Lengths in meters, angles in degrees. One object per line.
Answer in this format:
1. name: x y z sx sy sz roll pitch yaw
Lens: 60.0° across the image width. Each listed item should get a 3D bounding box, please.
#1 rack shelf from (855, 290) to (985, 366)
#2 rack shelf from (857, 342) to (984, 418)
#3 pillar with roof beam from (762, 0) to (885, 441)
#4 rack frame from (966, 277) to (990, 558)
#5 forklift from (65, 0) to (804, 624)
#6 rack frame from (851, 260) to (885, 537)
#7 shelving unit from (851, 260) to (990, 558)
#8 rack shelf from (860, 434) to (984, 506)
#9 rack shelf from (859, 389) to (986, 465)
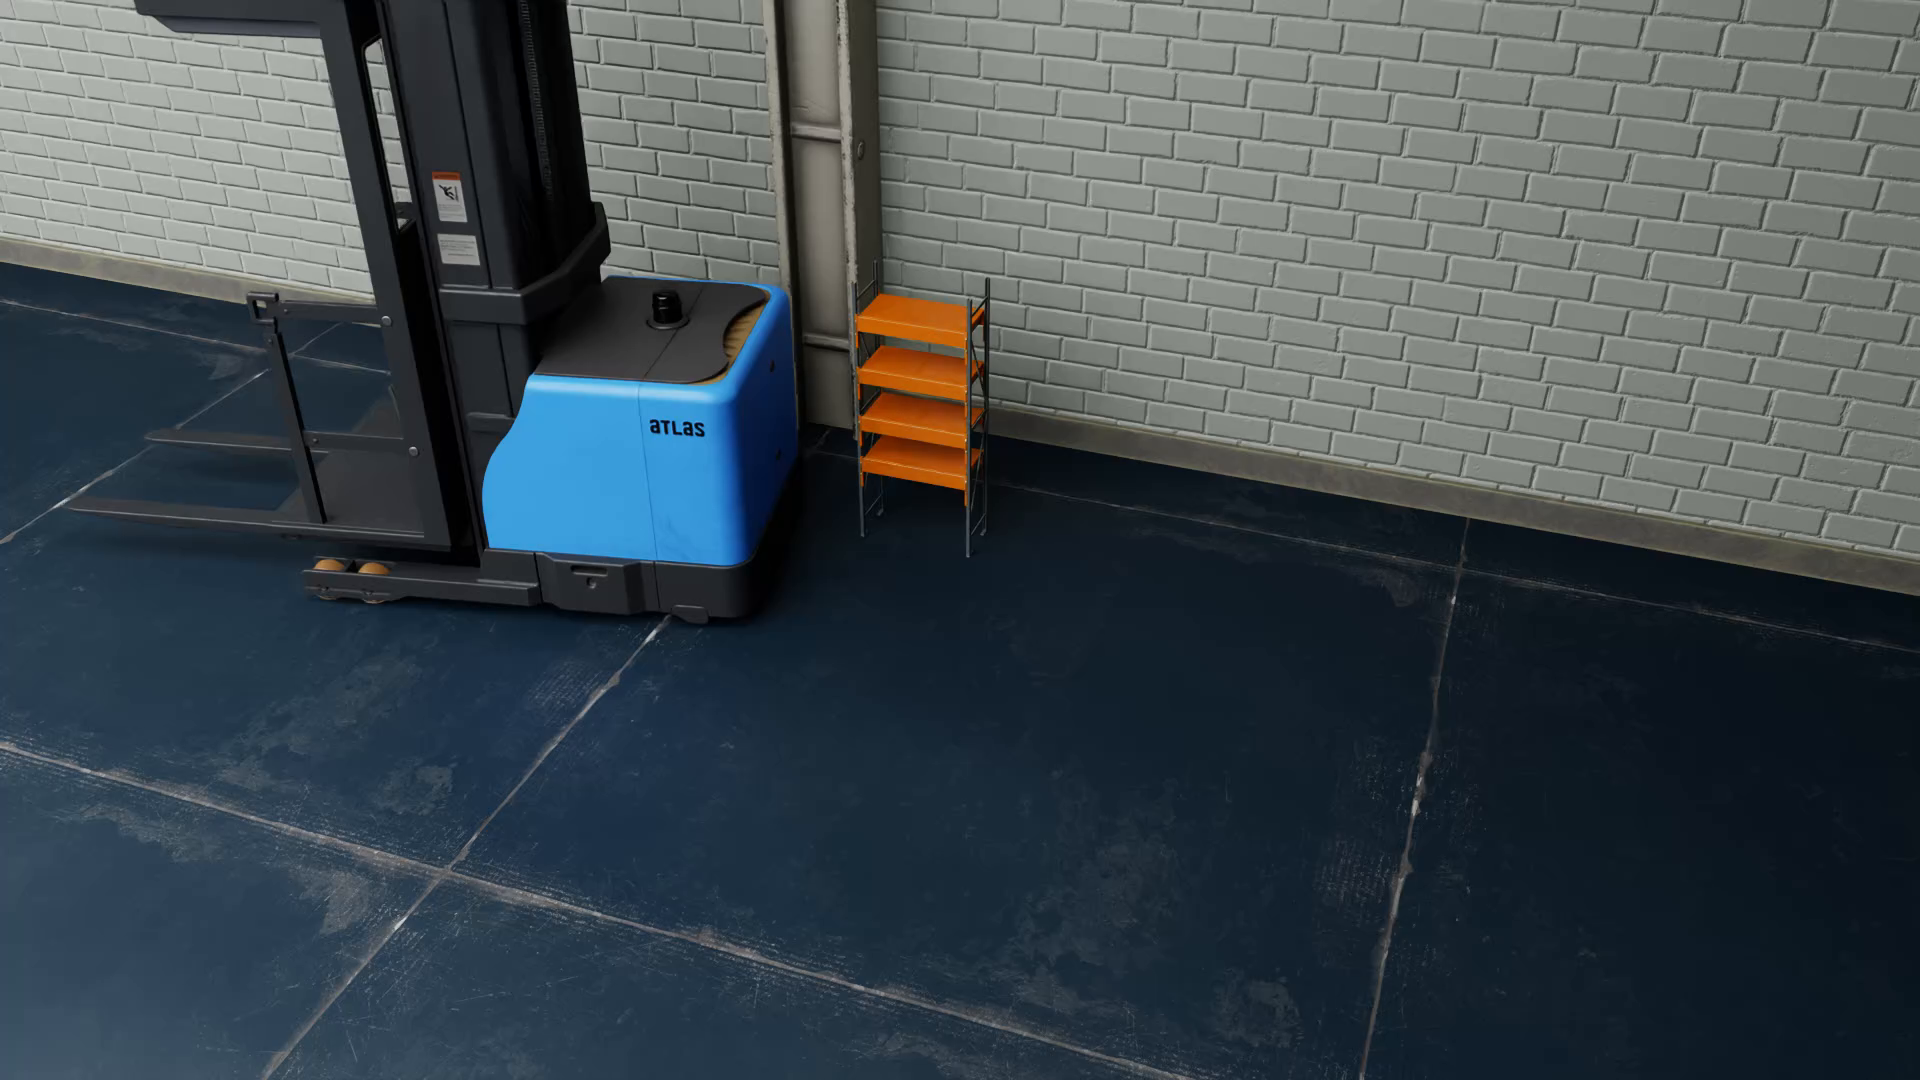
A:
1. rack shelf: -0.156 -0.864 6.758 0.480 0.148 0.258 11 34 16
2. rack shelf: -0.156 -0.666 6.887 0.480 0.148 0.258 11 34 16
3. pillar with roof beam: -2.049 -2.171 2.316 0.400 9.000 9.100 11 34 16
4. rack frame: 0.074 -0.490 6.902 0.015 1.200 0.240 11 34 16
5. forklift: -2.253 -1.248 6.480 3.031 2.935 1.130 4 33 7
6. rack frame: -0.386 -0.579 7.041 0.015 1.200 0.240 11 34 16
7. shelving unit: -0.156 -0.534 6.971 0.503 1.200 0.258 11 34 16
8. rack shelf: -0.156 -0.311 7.116 0.480 0.148 0.258 11 34 16
9. rack shelf: -0.156 -0.478 7.008 0.480 0.148 0.258 11 34 16
